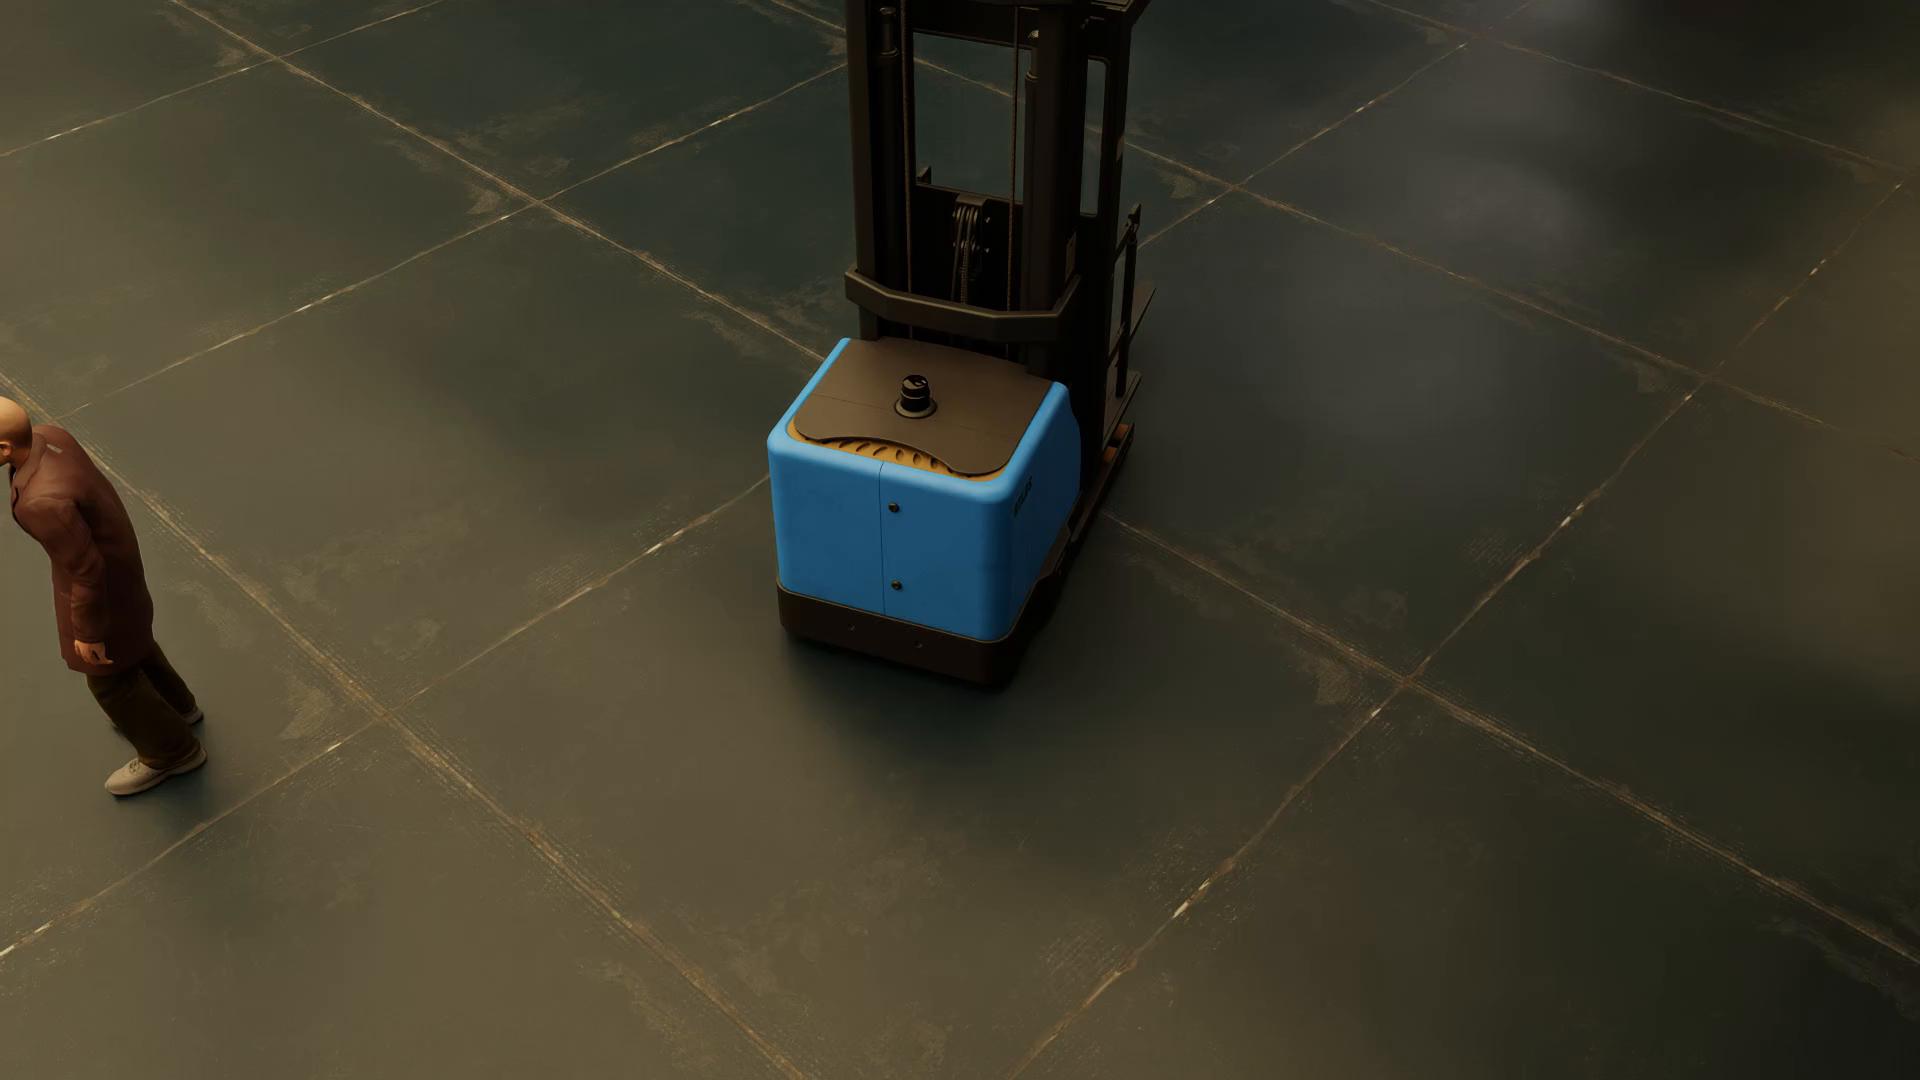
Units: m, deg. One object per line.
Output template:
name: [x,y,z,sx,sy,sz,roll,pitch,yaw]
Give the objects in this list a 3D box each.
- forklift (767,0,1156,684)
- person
forklift: [0.211,-1.484,7.158,1.130,2.935,3.031,14,42,15]
person: [-3.193,0.188,6.098,0.434,1.773,0.652,-16,43,-18]
